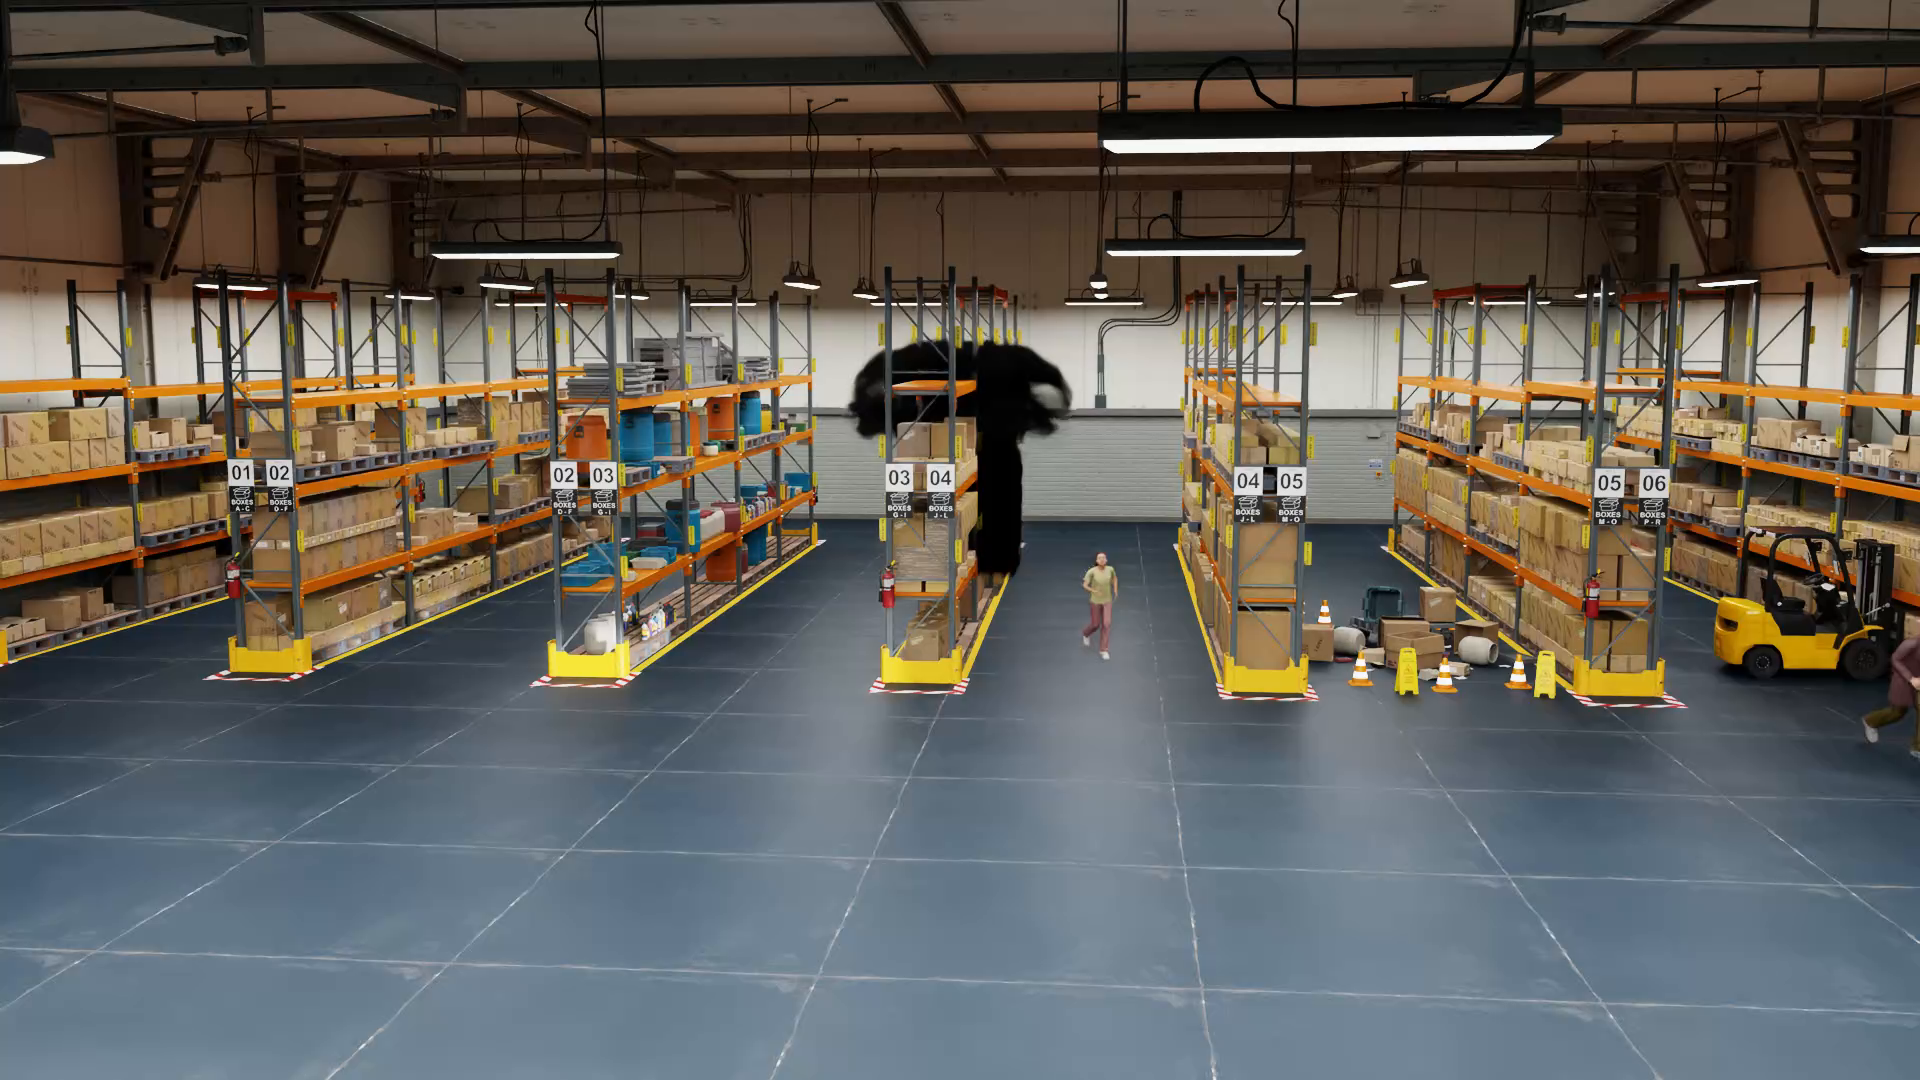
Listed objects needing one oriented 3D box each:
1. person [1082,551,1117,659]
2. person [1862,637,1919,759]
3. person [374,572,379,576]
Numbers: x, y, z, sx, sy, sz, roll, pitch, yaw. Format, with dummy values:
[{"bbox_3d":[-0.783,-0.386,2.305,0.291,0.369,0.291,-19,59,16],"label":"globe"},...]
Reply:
[{"bbox_3d":[2.222,0.994,26.329,0.588,1.669,0.911,-1,7,-10],"label":"person"},{"bbox_3d":[11.324,1.761,19.942,0.743,1.736,1.086,-3,7,-21],"label":"person"},{"bbox_3d":[-11.509,0.253,32.169,0.702,1.726,0.598,1,7,11],"label":"person"}]
